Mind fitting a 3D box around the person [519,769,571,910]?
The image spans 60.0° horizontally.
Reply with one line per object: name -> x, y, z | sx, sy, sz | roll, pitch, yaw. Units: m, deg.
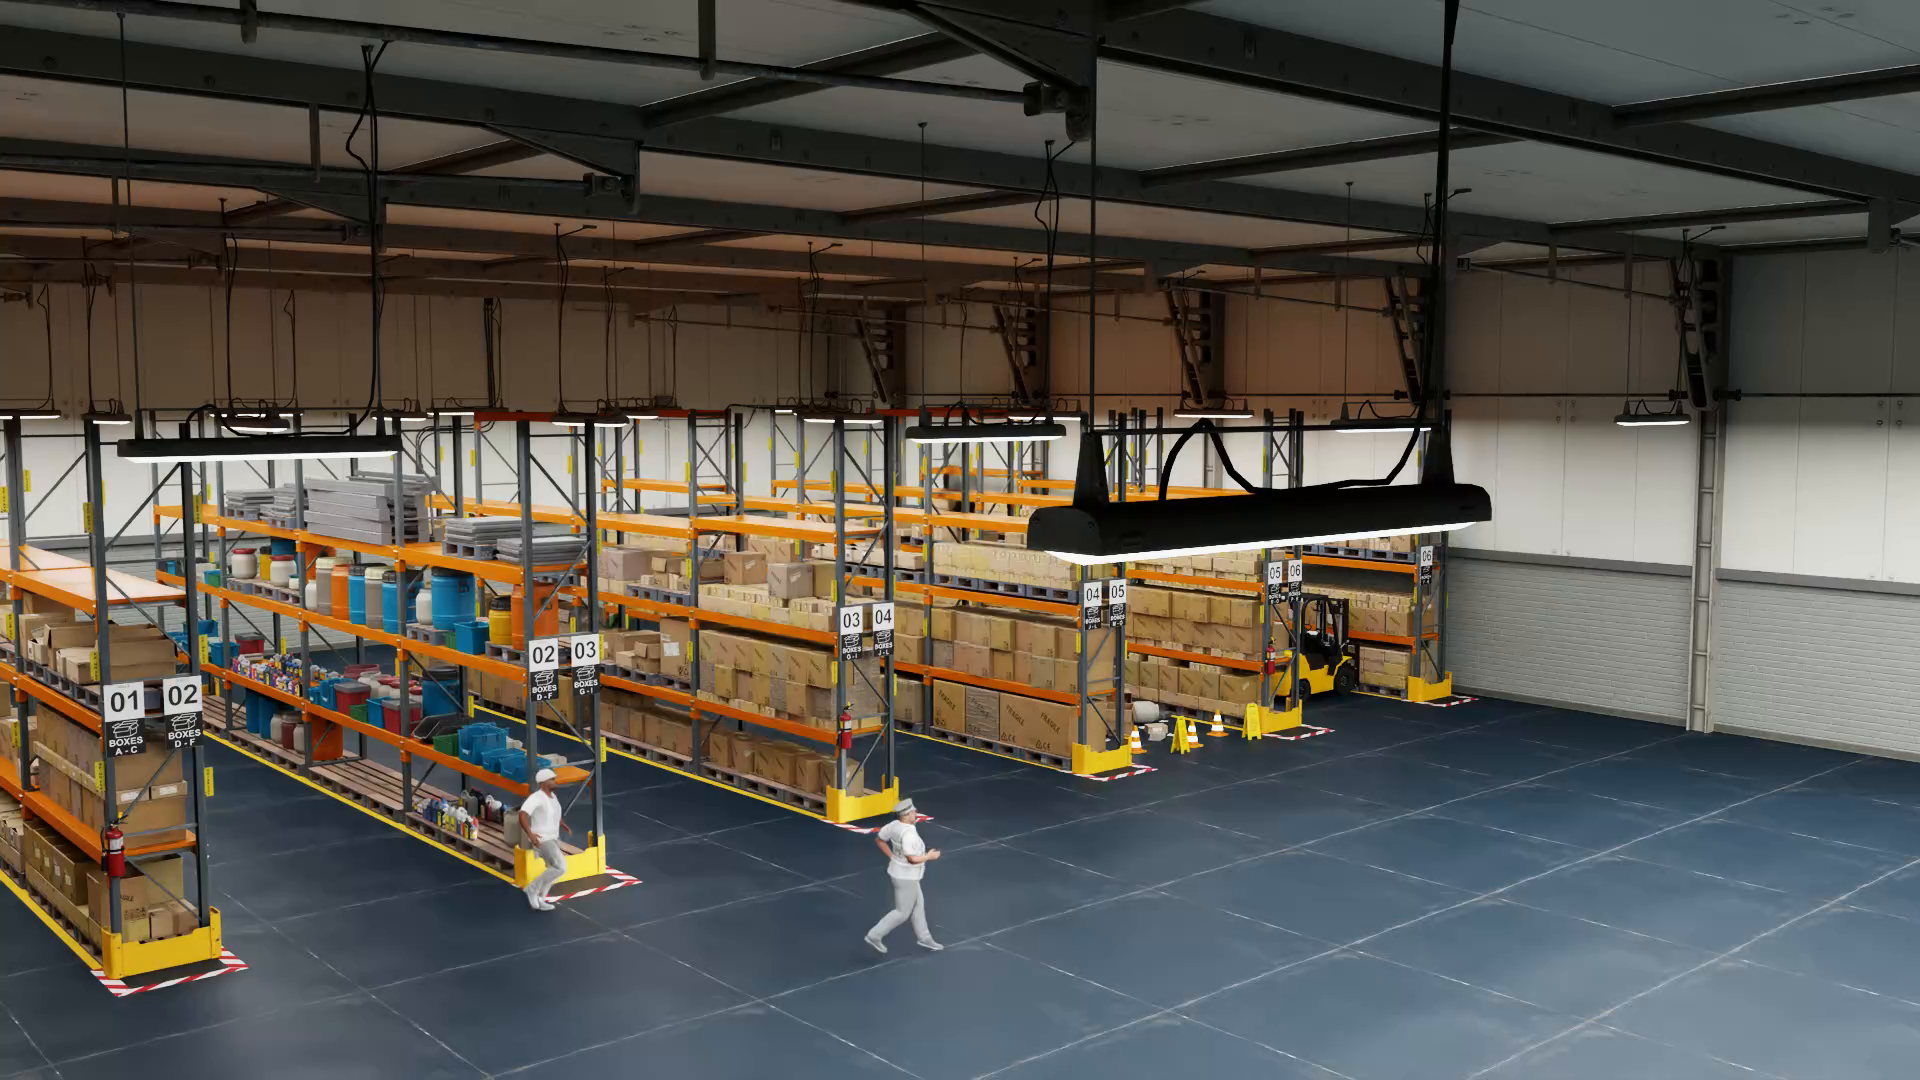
person -> -5.075, 3.678, 20.499 | 0.530, 1.708, 0.741 | 0, 5, 2

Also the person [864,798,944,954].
person -> -0.624, 3.797, 18.686 | 0.969, 1.805, 0.660 | -2, 5, -18

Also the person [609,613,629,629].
person -> -8.414, 1.828, 41.091 | 0.643, 1.844, 0.873 | 4, 6, 38
